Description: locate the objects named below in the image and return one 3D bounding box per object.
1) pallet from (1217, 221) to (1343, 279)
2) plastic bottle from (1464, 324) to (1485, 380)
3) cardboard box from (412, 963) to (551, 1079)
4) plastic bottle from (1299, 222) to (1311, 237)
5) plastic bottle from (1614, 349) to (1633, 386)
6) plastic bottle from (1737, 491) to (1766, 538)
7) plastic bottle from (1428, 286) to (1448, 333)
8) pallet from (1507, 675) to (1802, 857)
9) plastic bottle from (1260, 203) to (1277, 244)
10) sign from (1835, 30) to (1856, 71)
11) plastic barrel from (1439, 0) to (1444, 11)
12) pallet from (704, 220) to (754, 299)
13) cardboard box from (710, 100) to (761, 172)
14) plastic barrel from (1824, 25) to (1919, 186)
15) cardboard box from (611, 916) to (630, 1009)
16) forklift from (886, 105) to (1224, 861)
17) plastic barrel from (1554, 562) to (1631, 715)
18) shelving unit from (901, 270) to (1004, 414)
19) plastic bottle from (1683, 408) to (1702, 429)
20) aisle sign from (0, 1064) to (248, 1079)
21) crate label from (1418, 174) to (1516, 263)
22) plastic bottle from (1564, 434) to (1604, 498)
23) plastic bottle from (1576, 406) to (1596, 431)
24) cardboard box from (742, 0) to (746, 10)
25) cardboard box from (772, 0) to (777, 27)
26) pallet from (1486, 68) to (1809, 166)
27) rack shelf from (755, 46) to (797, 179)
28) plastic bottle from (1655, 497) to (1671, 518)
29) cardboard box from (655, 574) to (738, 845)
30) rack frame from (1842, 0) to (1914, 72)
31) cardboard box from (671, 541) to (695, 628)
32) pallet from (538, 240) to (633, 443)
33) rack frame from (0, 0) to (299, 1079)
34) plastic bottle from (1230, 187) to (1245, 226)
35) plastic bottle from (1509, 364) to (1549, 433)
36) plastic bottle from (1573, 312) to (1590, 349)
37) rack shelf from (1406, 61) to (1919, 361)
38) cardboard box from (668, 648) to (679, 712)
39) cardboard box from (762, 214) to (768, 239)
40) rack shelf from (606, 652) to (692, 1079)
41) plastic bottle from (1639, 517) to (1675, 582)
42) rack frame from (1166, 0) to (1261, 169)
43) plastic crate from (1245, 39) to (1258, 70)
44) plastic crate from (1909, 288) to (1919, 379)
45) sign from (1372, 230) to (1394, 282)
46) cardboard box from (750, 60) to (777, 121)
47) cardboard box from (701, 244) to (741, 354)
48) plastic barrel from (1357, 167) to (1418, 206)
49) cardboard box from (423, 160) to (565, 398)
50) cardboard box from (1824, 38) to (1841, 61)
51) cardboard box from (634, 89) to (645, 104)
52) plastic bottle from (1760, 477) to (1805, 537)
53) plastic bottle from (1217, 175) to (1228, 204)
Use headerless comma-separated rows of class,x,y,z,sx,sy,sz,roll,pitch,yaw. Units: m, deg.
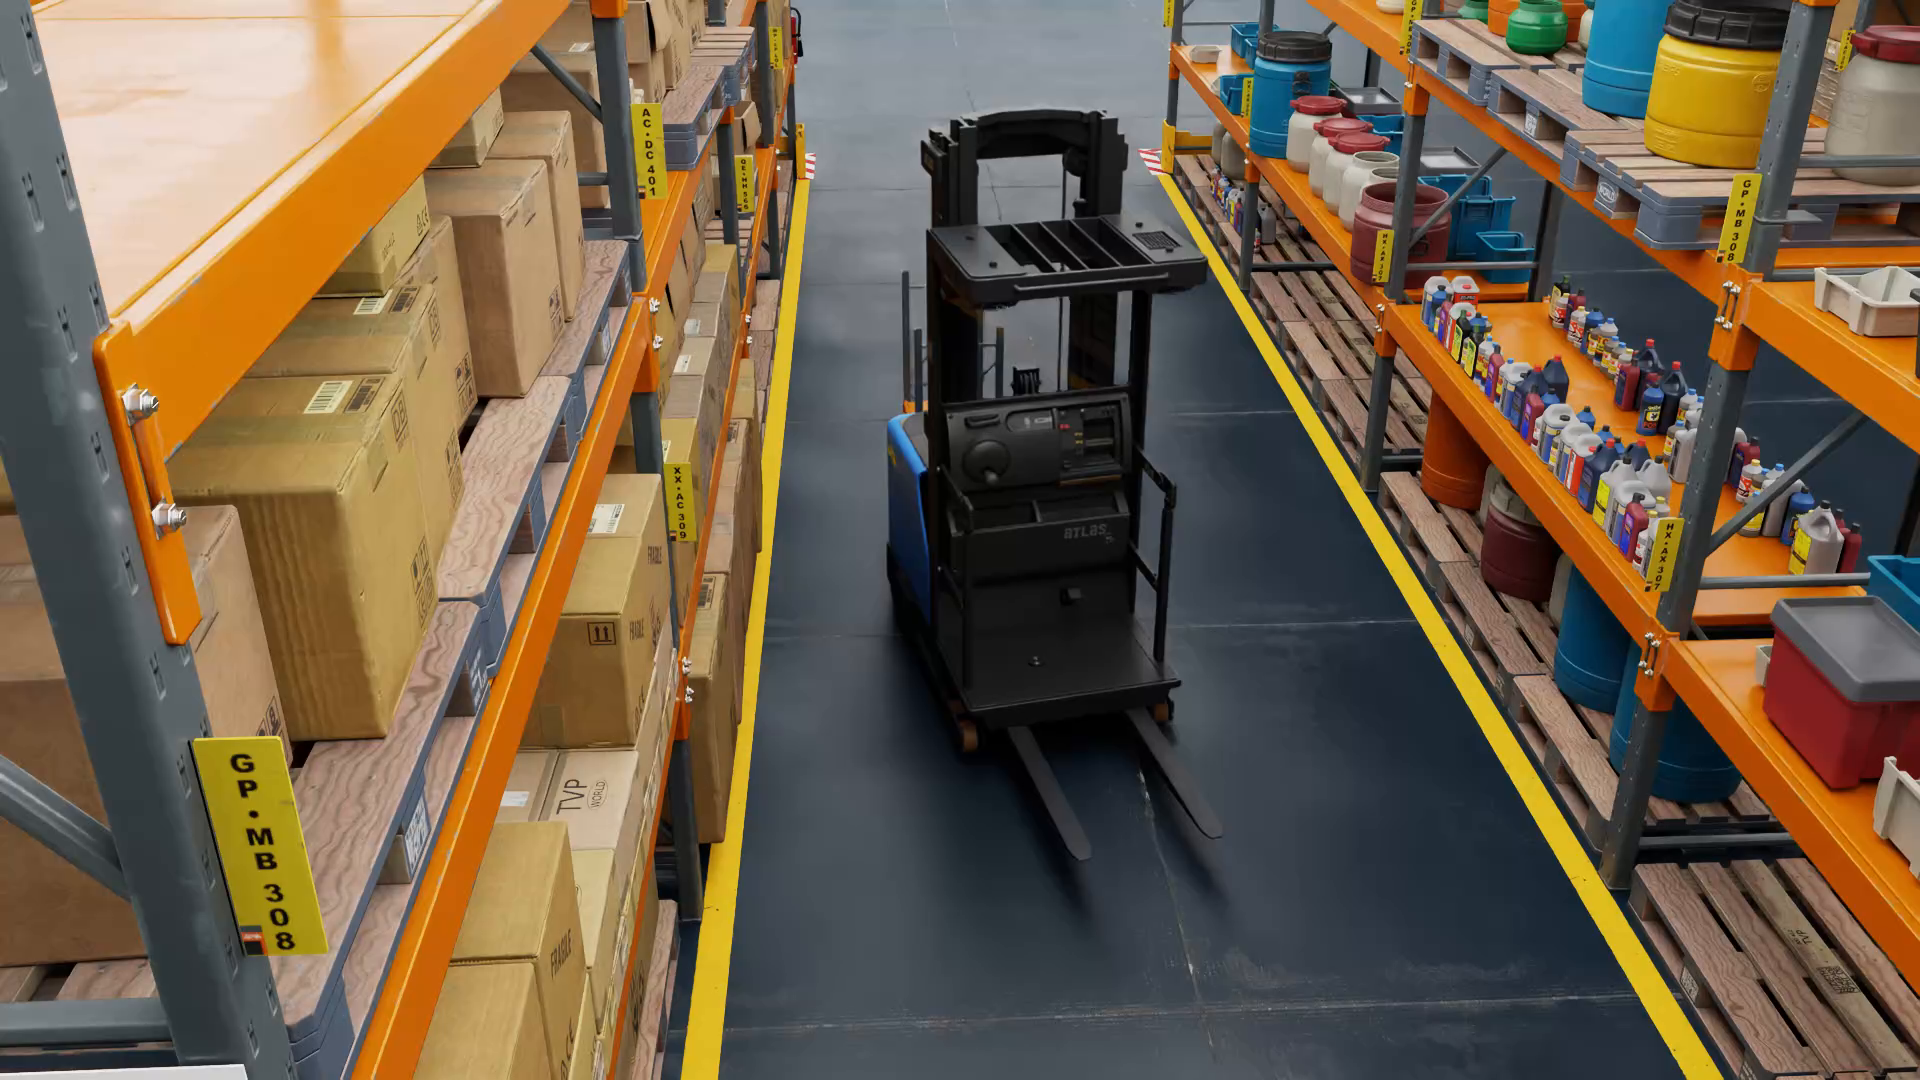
pallet,2.928,-2.598,15.002,1.003,0.211,1.213,-1,28,-3
plastic bottle,2.828,-1.033,9.113,0.061,0.283,0.133,-1,28,-3
cardboard box,-1.179,1.282,3.579,0.500,0.500,0.500,-2,28,-4
plastic bottle,3.150,-2.923,14.999,0.144,0.351,0.185,-1,28,-3
plastic bottle,3.613,-0.936,9.016,0.097,0.201,0.097,0,28,0
plastic bottle,3.553,-0.121,7.452,0.097,0.201,0.097,0,28,0
plastic bottle,2.809,-1.357,9.747,0.097,0.271,0.097,0,28,0
pallet,3.341,1.051,8.007,1.003,0.211,1.213,-1,28,-3
plastic bottle,2.744,-2.837,14.835,0.144,0.351,0.185,-1,28,-3
sign,7.314,-4.045,13.741,0.100,0.325,0.005,-1,28,-3
plastic barrel,3.270,-3.882,10.742,0.600,0.830,0.708,-1,28,-3
pallet,-1.959,-1.797,10.660,1.213,0.211,1.003,-1,28,-3
cardboard box,-1.842,-2.837,11.880,0.797,0.503,0.637,1,28,3
plastic barrel,3.562,-1.654,6.333,0.433,0.535,0.433,0,28,0
cardboard box,-1.184,1.247,4.888,0.380,0.149,0.250,-1,28,-2
forklift,0.446,-0.443,7.930,1.130,2.935,3.031,-7,28,-13
plastic barrel,3.291,0.337,8.175,0.600,0.901,0.708,-1,28,-3
shelving unit,-0.056,-0.748,10.063,0.587,1.500,1.083,-3,28,-5
plastic bottle,3.635,-0.531,8.159,0.152,0.276,0.135,-1,28,-3
aisle sign,-1.094,1.012,2.255,0.394,0.787,0.004,-1,28,-3
crate label,3.349,-2.157,11.103,0.502,0.435,0.616,-1,28,-3
plastic bottle,2.951,-0.349,7.810,0.152,0.276,0.135,-1,28,-3
plastic bottle,3.055,-0.528,8.158,0.097,0.271,0.097,0,28,0
cardboard box,-1.649,-3.517,10.668,0.500,0.250,0.500,-1,28,-2
cardboard box,-1.822,-4.468,14.061,0.500,0.500,0.500,-1,28,-3
pallet,3.139,-1.958,7.721,1.003,0.211,1.213,-1,28,-3
rack shelf,-2.129,-4.008,15.469,1.077,0.370,4.000,-1,28,-3
plastic bottle,3.101,-0.095,7.403,0.097,0.201,0.097,0,28,0
cardboard box,-1.660,0.752,7.408,1.225,0.875,0.875,-1,28,-2
rack frame,7.869,-3.641,13.987,1.000,3.000,0.127,-1,28,-3
cardboard box,-1.381,0.029,6.844,0.500,0.500,0.500,-1,28,-2
pallet,-1.574,-0.621,5.050,1.003,0.211,1.213,-1,28,-3
rack frame,-1.401,-0.521,1.519,0.949,2.616,0.053,-1,28,-3
plastic bottle,2.573,-3.072,15.284,0.144,0.351,0.185,-2,28,-3
plastic bottle,2.907,-0.732,8.463,0.144,0.351,0.185,-1,28,-3
plastic bottle,3.583,-1.206,9.533,0.097,0.201,0.097,0,28,0
rack shelf,3.235,-1.763,7.921,1.077,0.370,4.000,-1,28,-3
cardboard box,-1.264,0.536,6.251,0.380,0.149,0.250,-1,28,-2
cardboard box,-2.043,-2.931,14.875,0.500,0.500,0.500,7,28,14
rack shelf,-1.502,1.534,4.843,1.077,0.370,4.000,-1,28,-3
plastic bottle,2.996,0.053,7.040,0.152,0.276,0.135,-1,28,-3
rack frame,2.713,-5.370,17.302,1.000,3.000,0.127,-1,28,-3
plastic crate,3.066,-4.780,16.332,0.499,0.251,0.408,-1,28,-3
plastic crate,3.131,-0.520,4.901,0.497,0.269,0.590,-1,28,-3
sign,2.582,-1.731,10.149,0.100,0.325,0.005,-1,28,-3
cardboard box,-1.986,-3.789,13.841,0.875,0.500,0.500,-1,28,-3
cardboard box,-1.542,-1.378,9.541,0.500,0.500,0.500,-1,28,-1
plastic barrel,2.864,-2.195,11.094,0.421,0.512,0.421,0,28,0
cardboard box,-1.482,-0.705,4.444,0.700,0.500,0.500,0,28,0
cardboard box,7.630,-4.207,14.263,0.380,0.149,0.250,-2,28,-4
cardboard box,-1.535,-1.805,7.041,0.380,0.149,0.250,-2,28,-5
plastic bottle,3.677,-0.165,7.457,0.152,0.276,0.135,-1,28,-3
plastic bottle,2.514,-3.352,15.908,0.097,0.271,0.097,0,28,0
